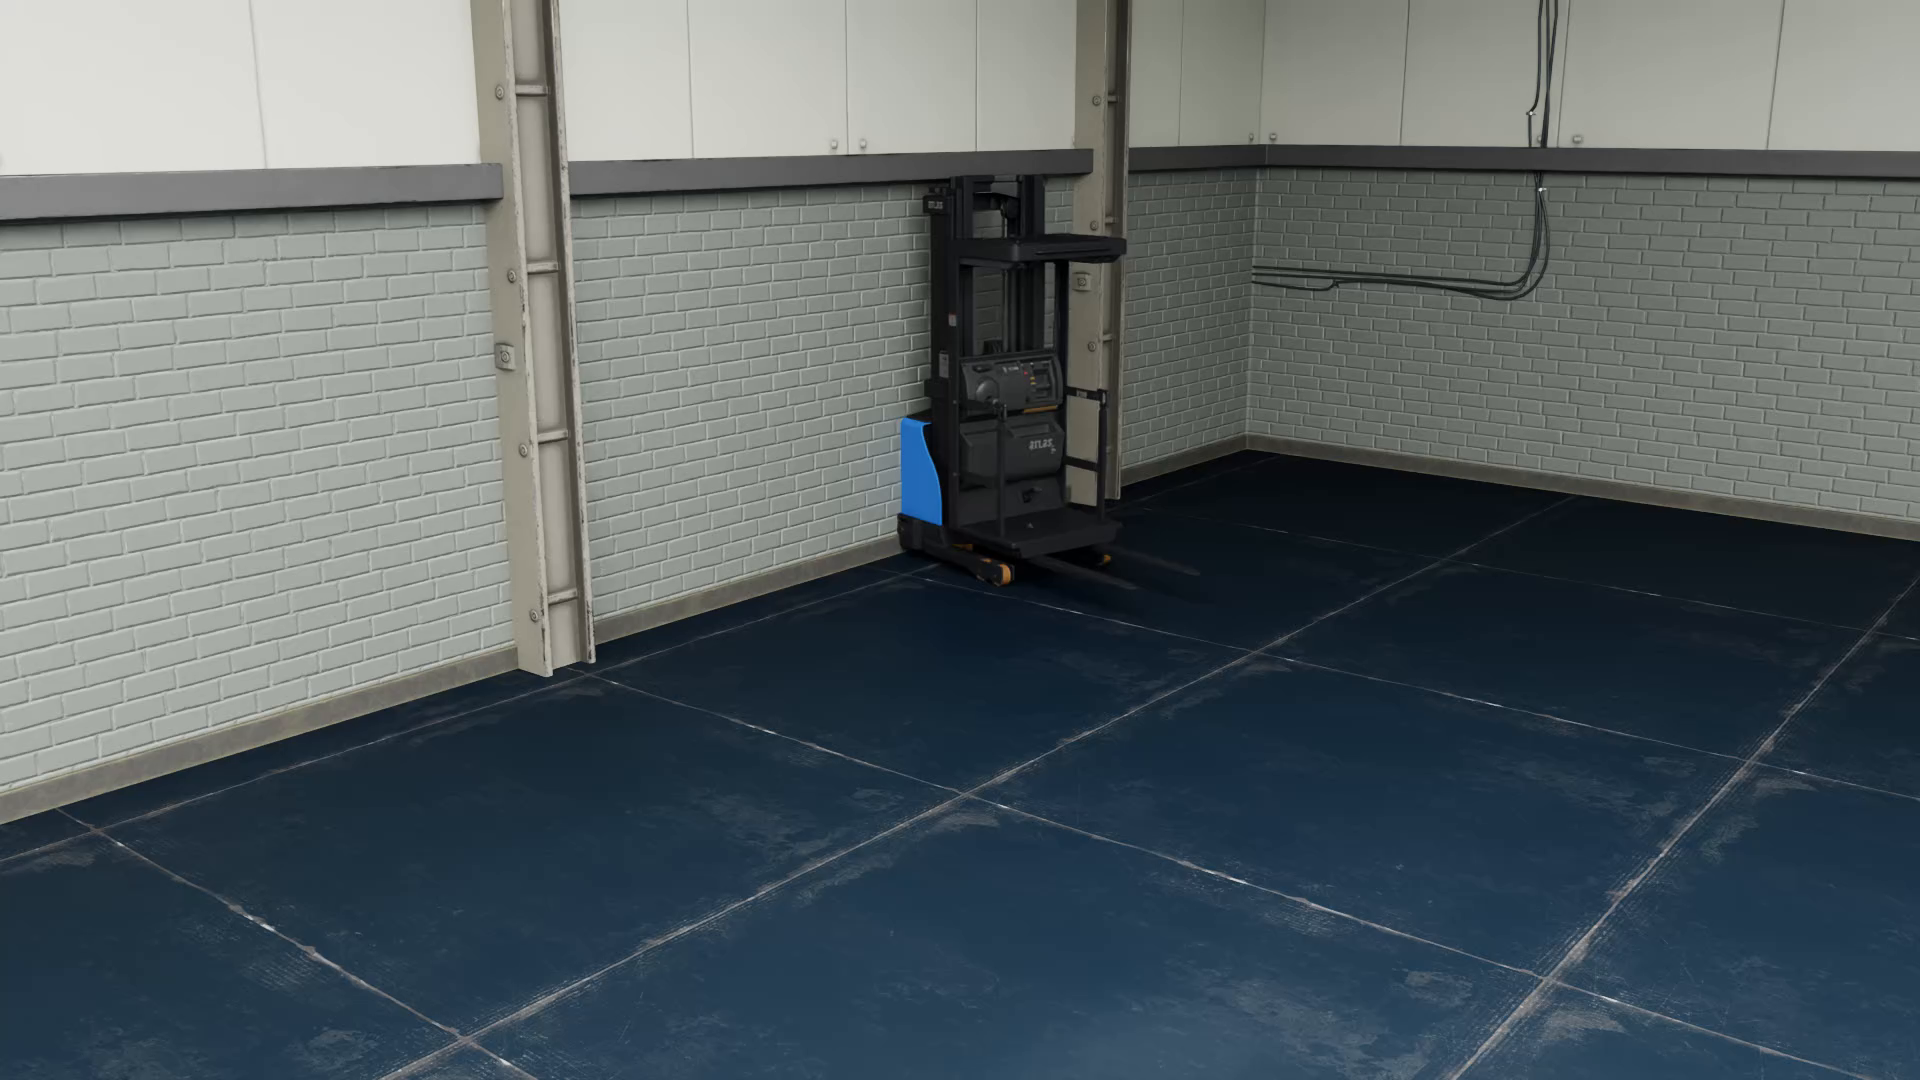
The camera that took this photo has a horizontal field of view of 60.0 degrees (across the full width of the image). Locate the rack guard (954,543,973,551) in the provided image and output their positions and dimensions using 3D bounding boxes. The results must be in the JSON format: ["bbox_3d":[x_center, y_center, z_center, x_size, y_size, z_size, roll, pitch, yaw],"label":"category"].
[{"bbox_3d":[-0.118,-0.071,13.356,0.087,0.250,0.587,-11,15,-41],"label":"rack guard"}]

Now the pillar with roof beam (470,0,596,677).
[{"bbox_3d":[0.793,-2.908,6.795,9.100,9.000,0.400,11,18,38],"label":"pillar with roof beam"}]

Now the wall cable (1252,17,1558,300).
[{"bbox_3d":[4.096,-3.578,15.738,3.097,2.526,0.112,11,18,38],"label":"wall cable"}]

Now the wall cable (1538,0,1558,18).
[{"bbox_3d":[6.200,-5.607,13.469,3.097,2.526,0.112,11,18,38],"label":"wall cable"}]

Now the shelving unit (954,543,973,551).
[{"bbox_3d":[0.240,-0.756,13.560,1.083,1.500,0.587,-11,15,-41],"label":"shelving unit"}]

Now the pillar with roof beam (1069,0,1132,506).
[{"bbox_3d":[4.564,-4.057,11.318,9.100,9.000,0.400,11,18,38],"label":"pillar with roof beam"}]

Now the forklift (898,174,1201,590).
[{"bbox_3d":[0.530,-1.217,12.459,1.130,2.935,3.031,-11,18,-36],"label":"forklift"}]
